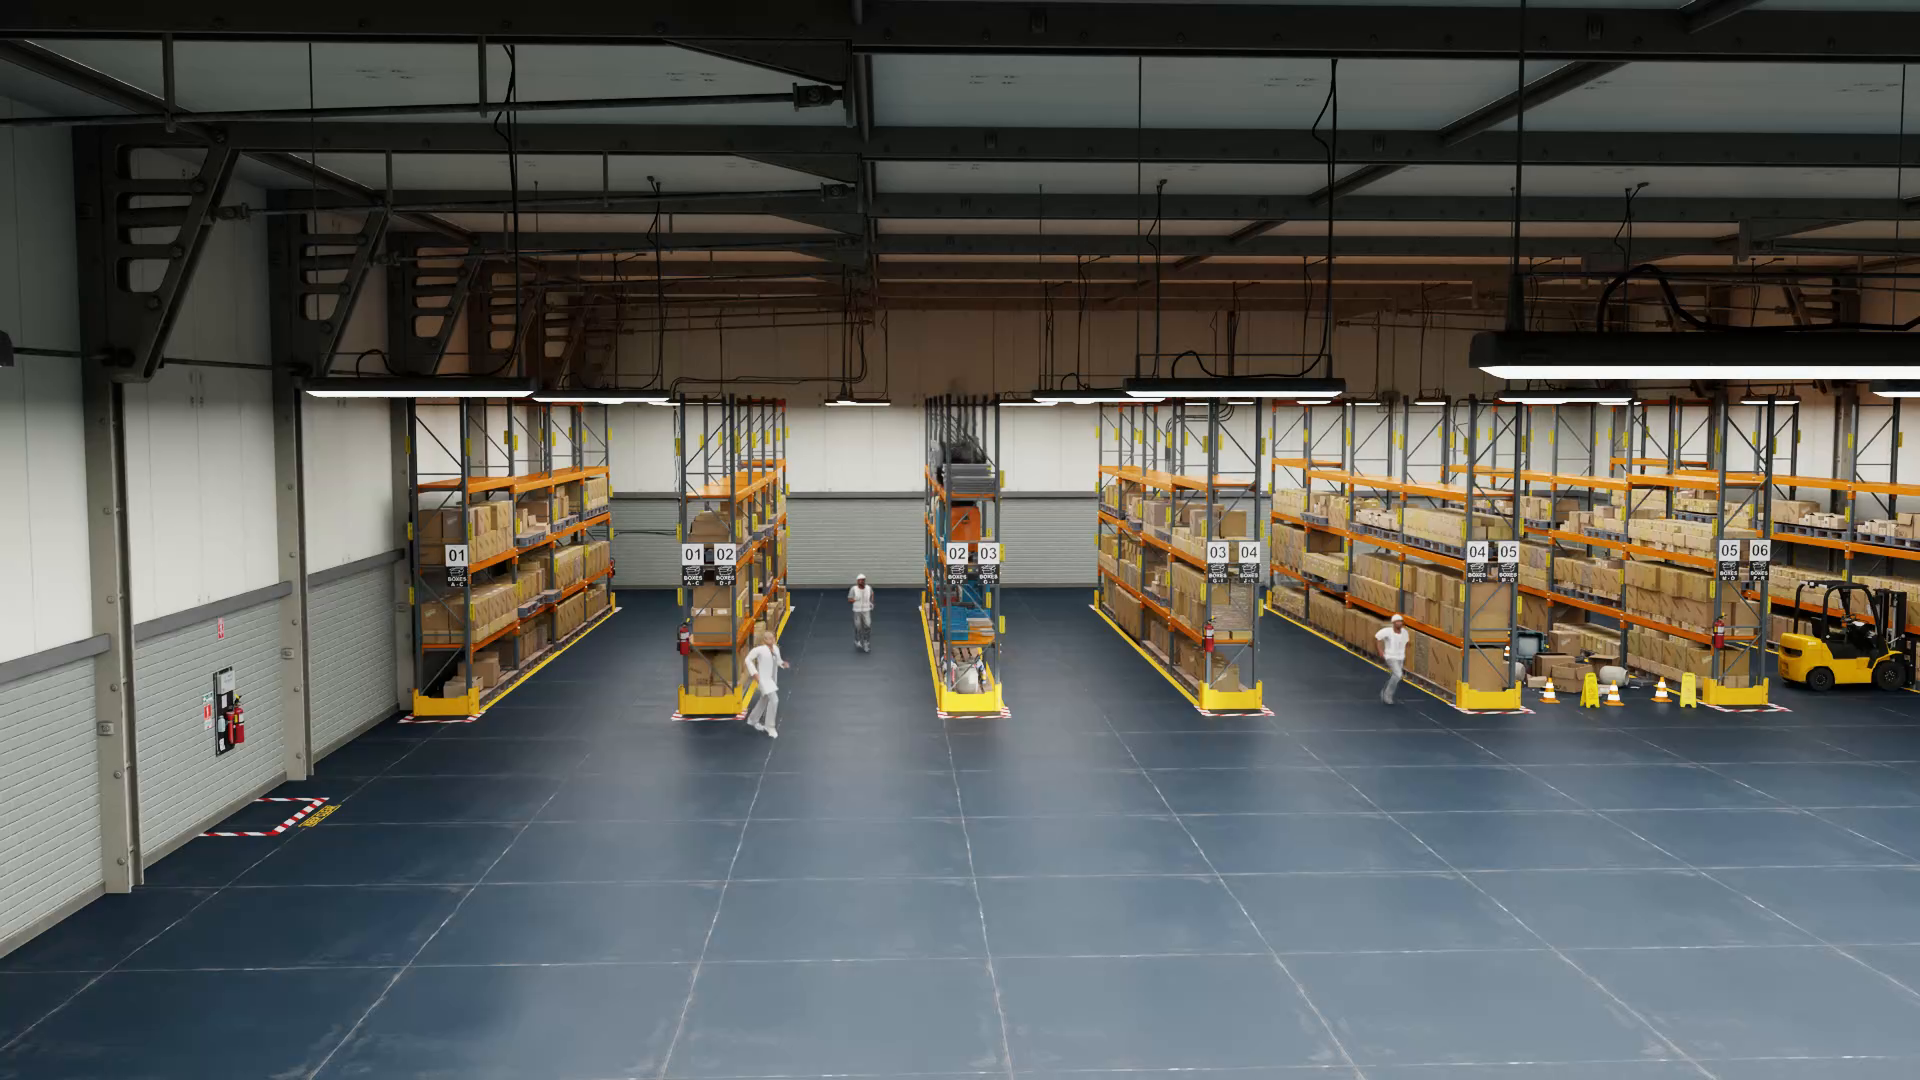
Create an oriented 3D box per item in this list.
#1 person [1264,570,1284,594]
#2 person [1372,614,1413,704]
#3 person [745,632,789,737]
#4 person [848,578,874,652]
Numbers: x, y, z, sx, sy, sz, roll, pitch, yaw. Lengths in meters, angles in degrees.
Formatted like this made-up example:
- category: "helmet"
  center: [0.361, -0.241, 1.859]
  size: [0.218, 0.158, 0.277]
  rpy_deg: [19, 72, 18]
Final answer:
- category: "person"
  center: [9.402, 0.958, 49.414]
  size: [0.631, 1.546, 0.557]
  rpy_deg: [-3, 5, -30]
- category: "person"
  center: [8.424, 2.305, 32.223]
  size: [0.686, 1.733, 0.716]
  rpy_deg: [-2, 5, -26]
- category: "person"
  center: [-3.412, 2.524, 29.304]
  size: [0.865, 1.842, 0.694]
  rpy_deg: [2, 5, 29]
- category: "person"
  center: [-2.327, 1.742, 39.322]
  size: [0.637, 1.799, 0.717]
  rpy_deg: [-1, 5, -12]
